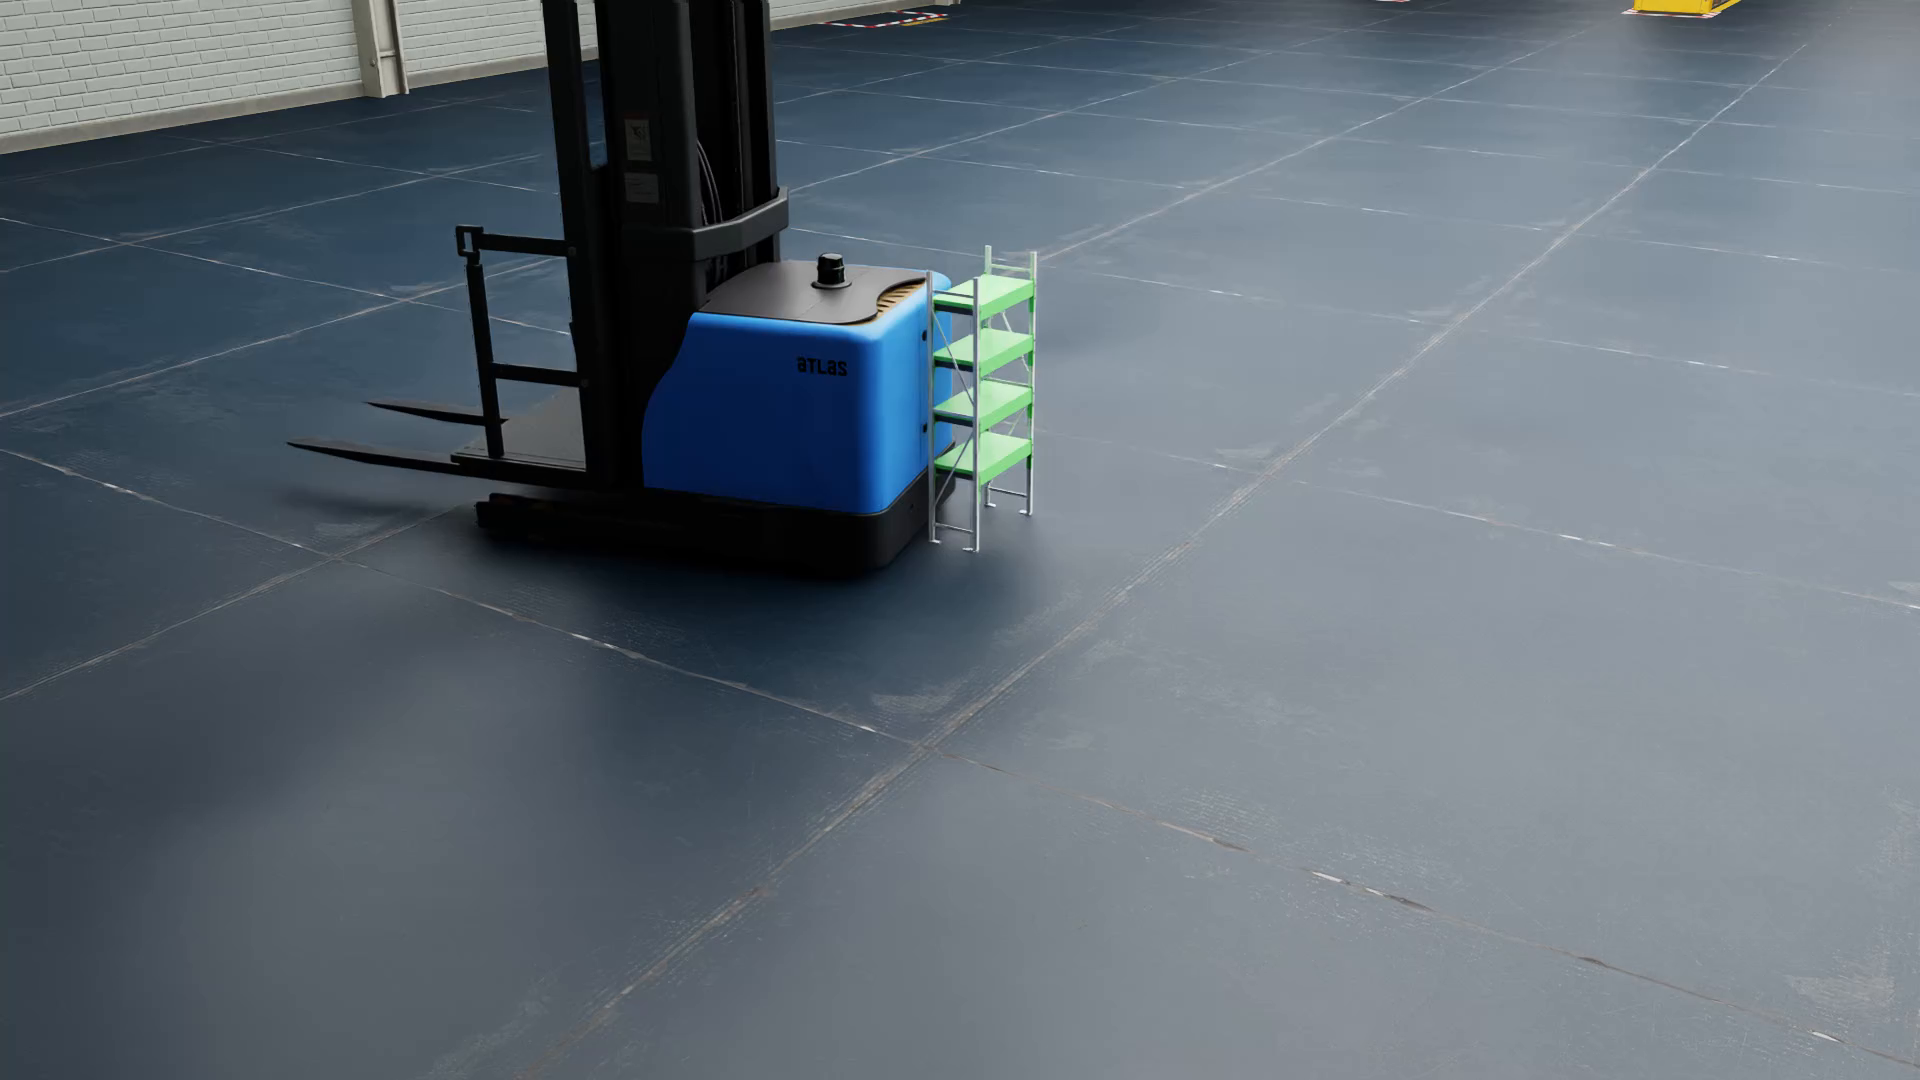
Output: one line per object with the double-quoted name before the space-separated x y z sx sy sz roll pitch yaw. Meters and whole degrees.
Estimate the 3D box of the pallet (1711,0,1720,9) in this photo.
"pallet" 12.151 -9.083 27.966 1.003 0.211 1.213 14 27 29

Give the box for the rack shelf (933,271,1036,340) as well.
"rack shelf" 0.093 -0.989 6.975 0.258 0.148 0.480 13 27 27

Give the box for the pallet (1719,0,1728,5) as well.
"pallet" 12.796 -9.493 28.914 1.003 0.211 1.213 14 27 29

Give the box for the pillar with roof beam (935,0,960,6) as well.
"pillar with roof beam" 3.428 -12.374 24.506 9.100 9.000 0.400 14 27 29

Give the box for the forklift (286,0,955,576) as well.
"forklift" -1.596 -1.532 7.100 3.031 2.935 1.130 7 25 17

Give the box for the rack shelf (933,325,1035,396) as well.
"rack shelf" 0.094 -0.768 7.070 0.258 0.148 0.480 13 27 27

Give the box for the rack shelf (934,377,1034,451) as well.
"rack shelf" 0.094 -0.548 7.166 0.258 0.148 0.480 13 27 27

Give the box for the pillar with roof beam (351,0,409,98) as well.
"pillar with roof beam" -2.902 -8.324 15.151 9.100 9.000 0.400 14 27 29

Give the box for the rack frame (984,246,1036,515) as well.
"rack frame" 0.217 -0.690 7.334 0.240 1.200 0.015 13 27 27

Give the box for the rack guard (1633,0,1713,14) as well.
"rack guard" 11.718 -8.943 27.278 1.175 0.500 0.348 14 27 29

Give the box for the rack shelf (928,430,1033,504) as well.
"rack shelf" 0.095 -0.328 7.261 0.258 0.148 0.480 13 27 27

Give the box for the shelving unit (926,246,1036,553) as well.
"shelving unit" 0.094 -0.607 7.140 0.258 1.200 0.503 13 27 27

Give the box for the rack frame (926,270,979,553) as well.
"rack frame" -0.028 -0.523 6.946 0.240 1.200 0.015 13 27 27
